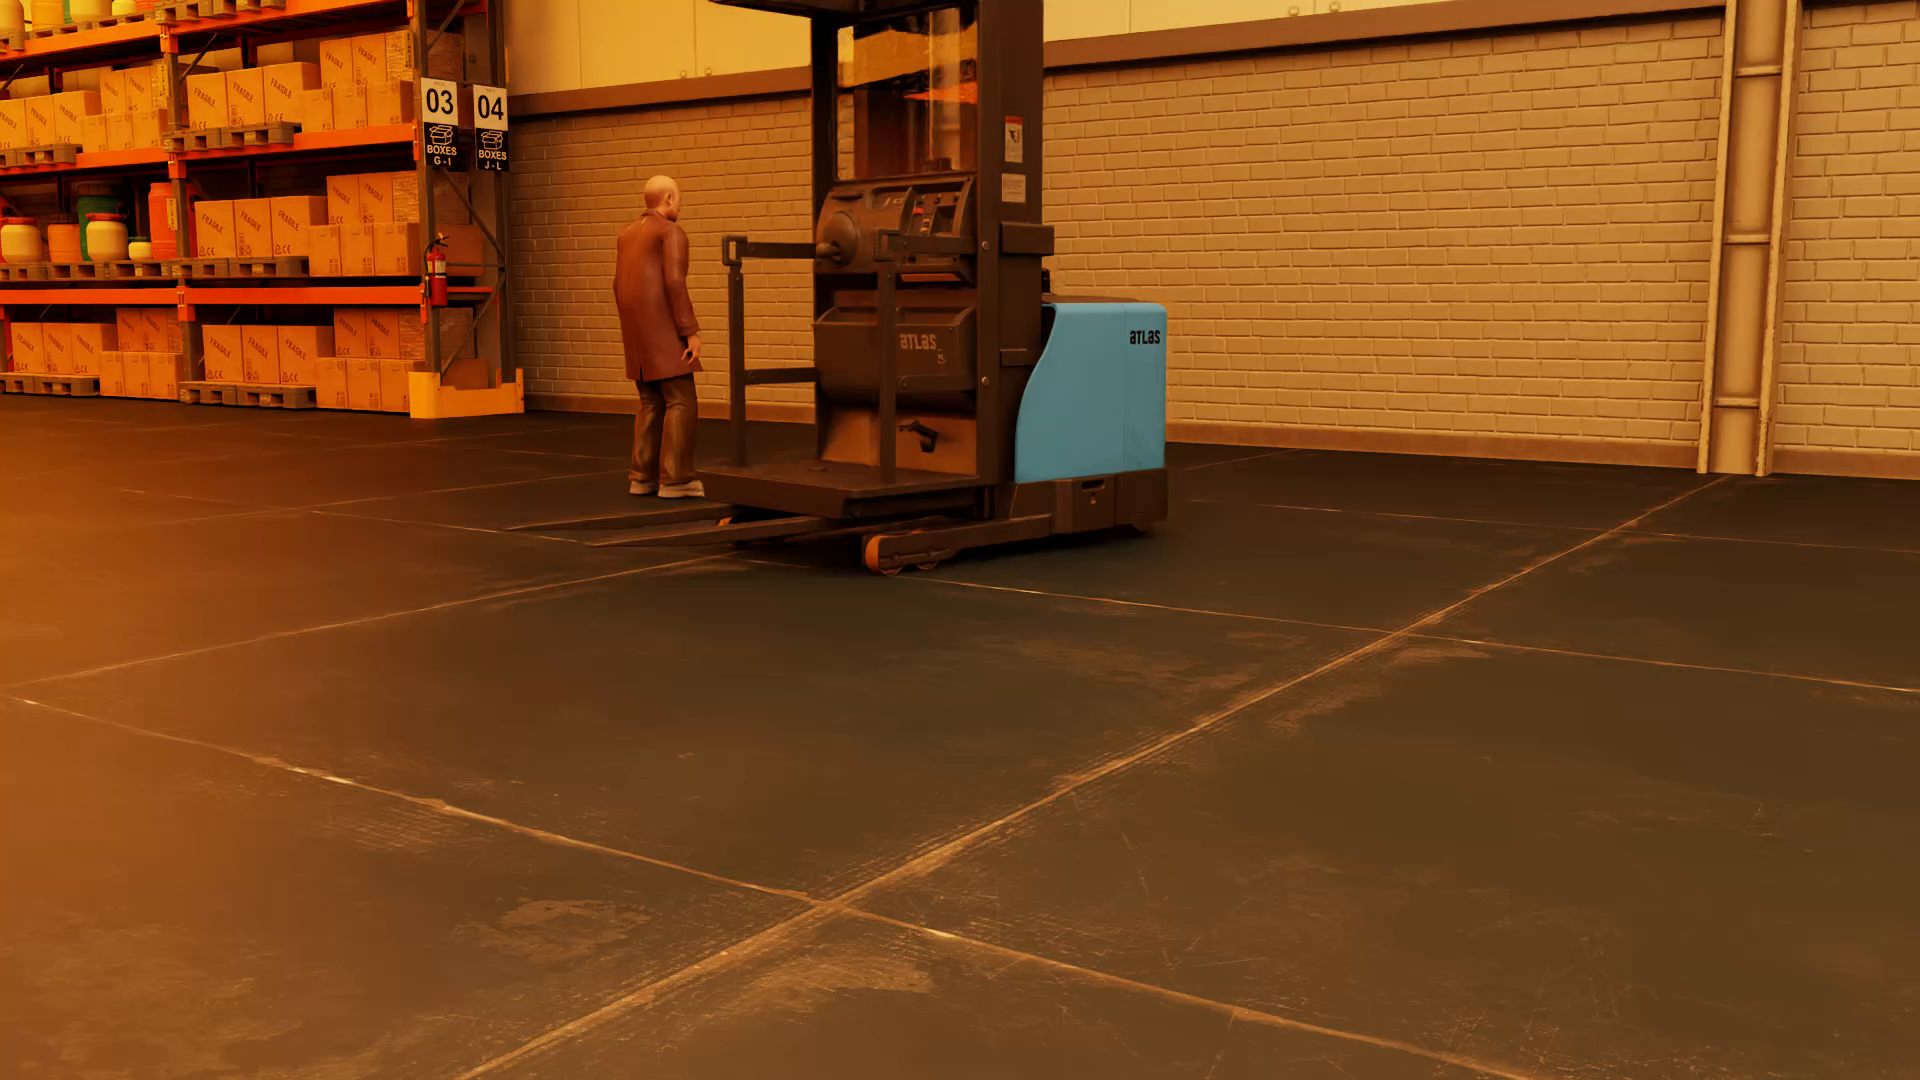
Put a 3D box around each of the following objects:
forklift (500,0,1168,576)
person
[{"bbox_3d":[-0.438,-1.391,6.977,3.031,2.935,1.130,-8,11,-43],"label":"forklift"},{"bbox_3d":[-1.667,-1.134,9.279,0.654,1.772,0.435,8,11,44],"label":"person"}]
